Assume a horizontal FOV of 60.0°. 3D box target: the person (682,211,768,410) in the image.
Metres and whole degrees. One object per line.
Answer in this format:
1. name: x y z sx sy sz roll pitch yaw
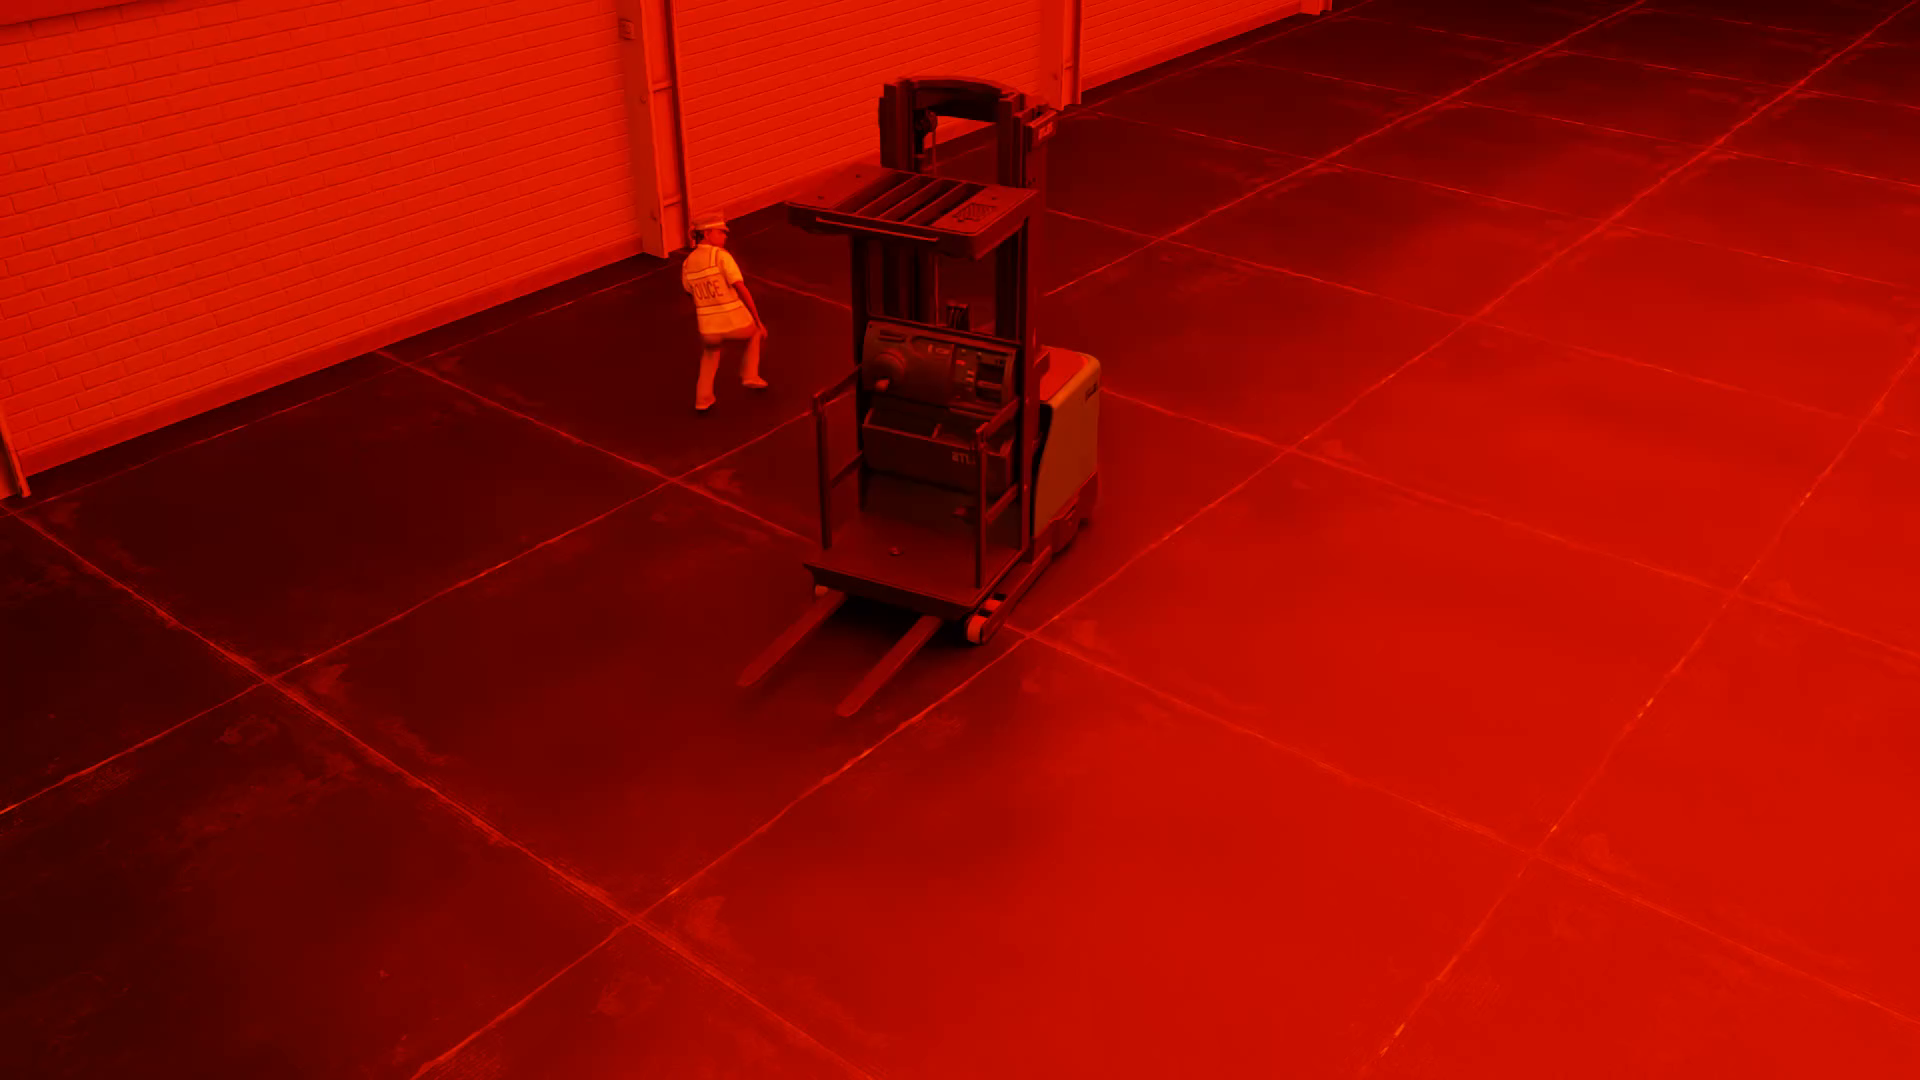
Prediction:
1. person: -1.626 -1.632 11.844 0.687 1.459 0.704 5 31 9

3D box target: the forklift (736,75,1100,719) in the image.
1. forklift: -0.215 -0.923 9.174 1.130 2.935 3.031 14 33 22
